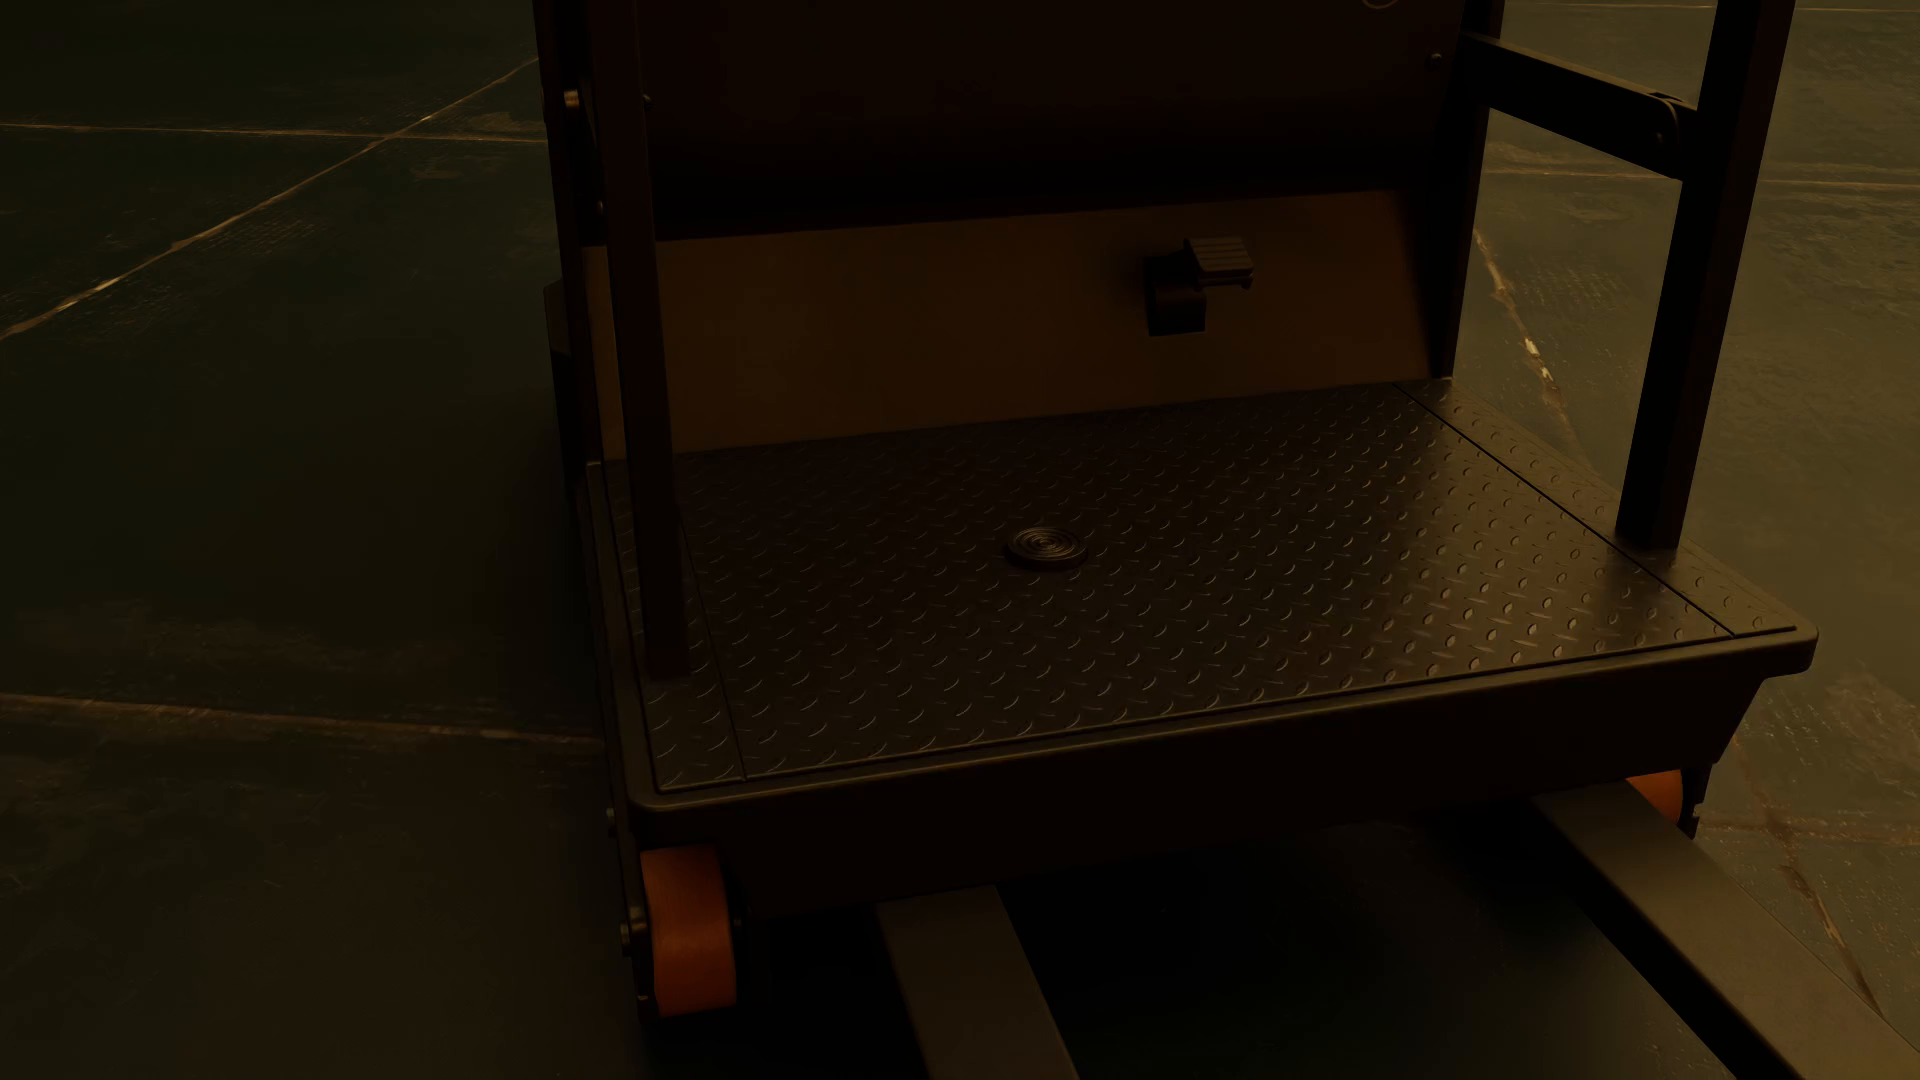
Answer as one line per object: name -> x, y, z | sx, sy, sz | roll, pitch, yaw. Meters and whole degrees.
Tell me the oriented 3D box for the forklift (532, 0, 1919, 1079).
forklift -> 0.153, -1.049, 1.319 | 1.130, 2.935, 3.031 | -7, 27, -13
